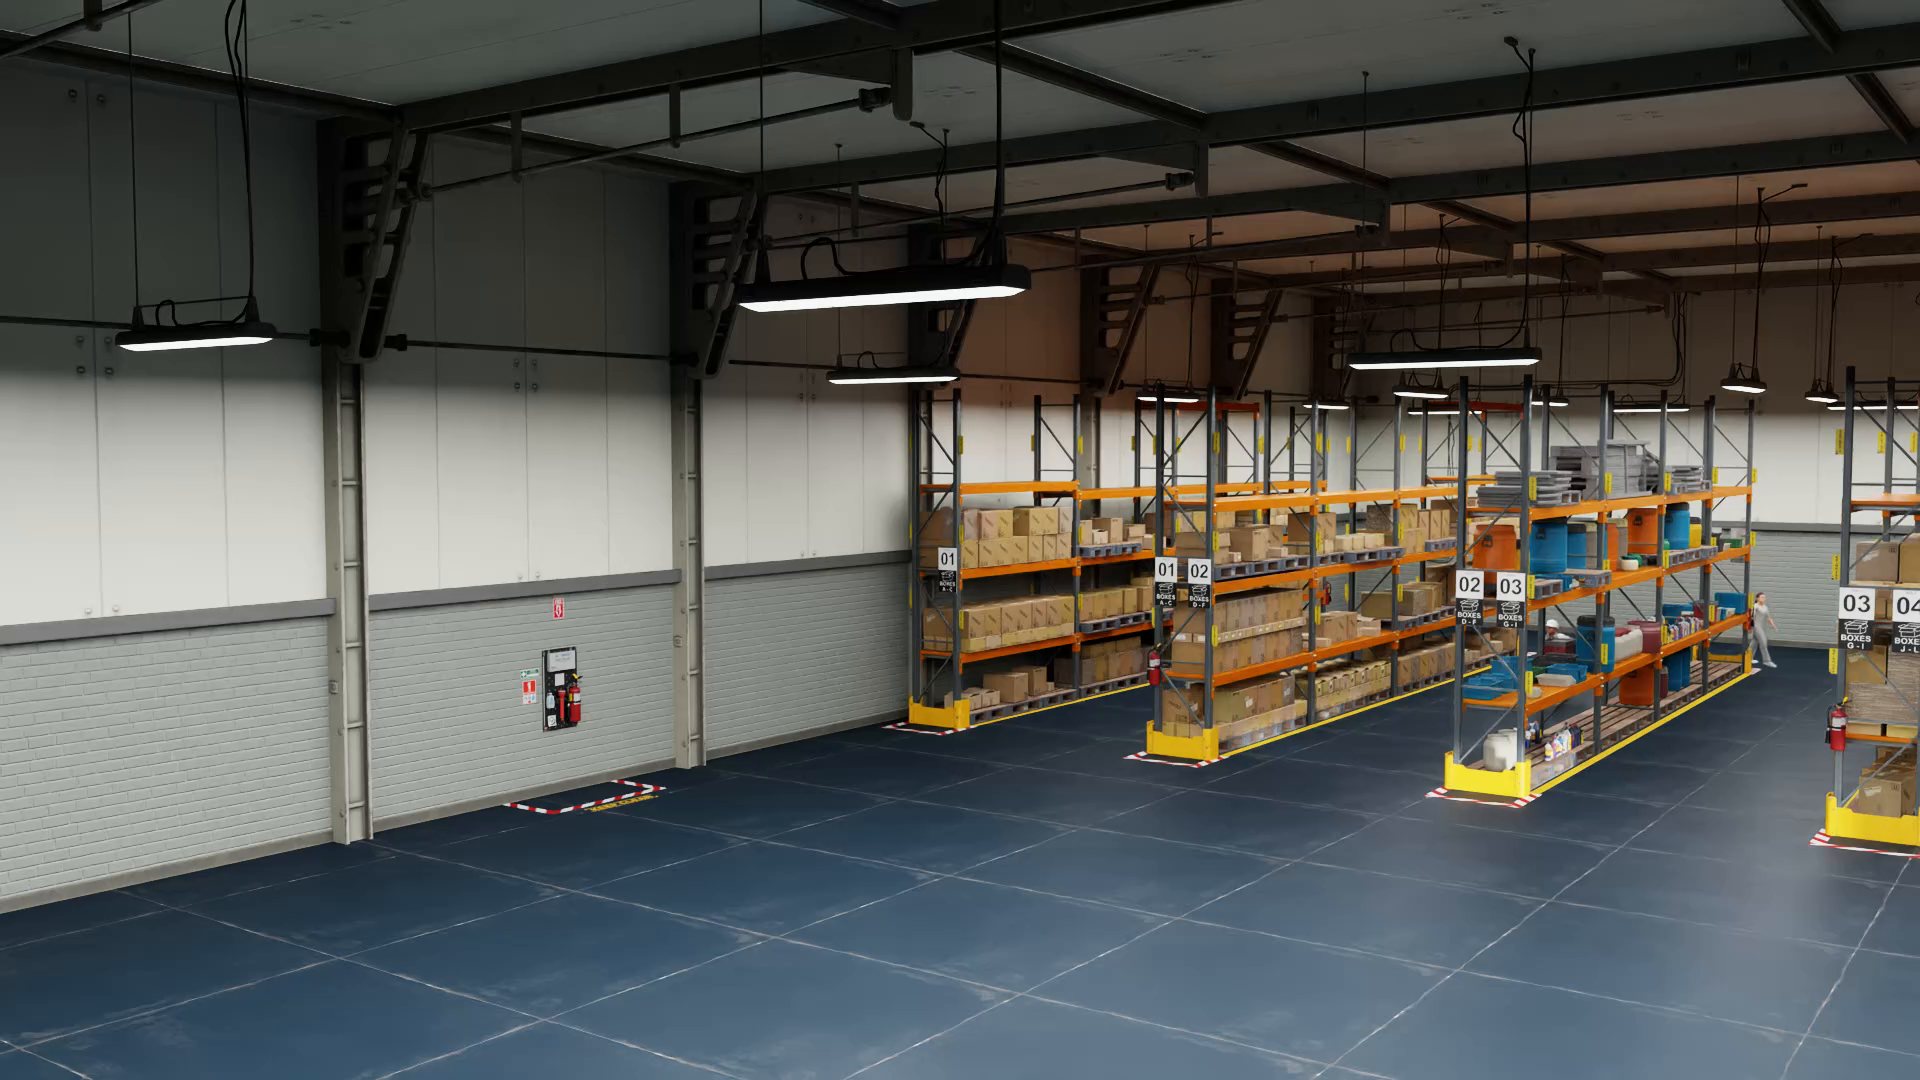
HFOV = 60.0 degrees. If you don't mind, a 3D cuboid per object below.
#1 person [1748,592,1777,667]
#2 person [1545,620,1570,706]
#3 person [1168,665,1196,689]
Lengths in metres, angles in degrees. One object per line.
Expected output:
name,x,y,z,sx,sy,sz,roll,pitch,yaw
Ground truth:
person,18.229,2.019,37.819,0.461,1.664,0.764,-2,4,-36
person,11.437,2.349,31.787,0.713,1.683,0.704,-3,4,-43
person,4.130,2.379,30.345,0.622,1.724,1.041,3,4,39
